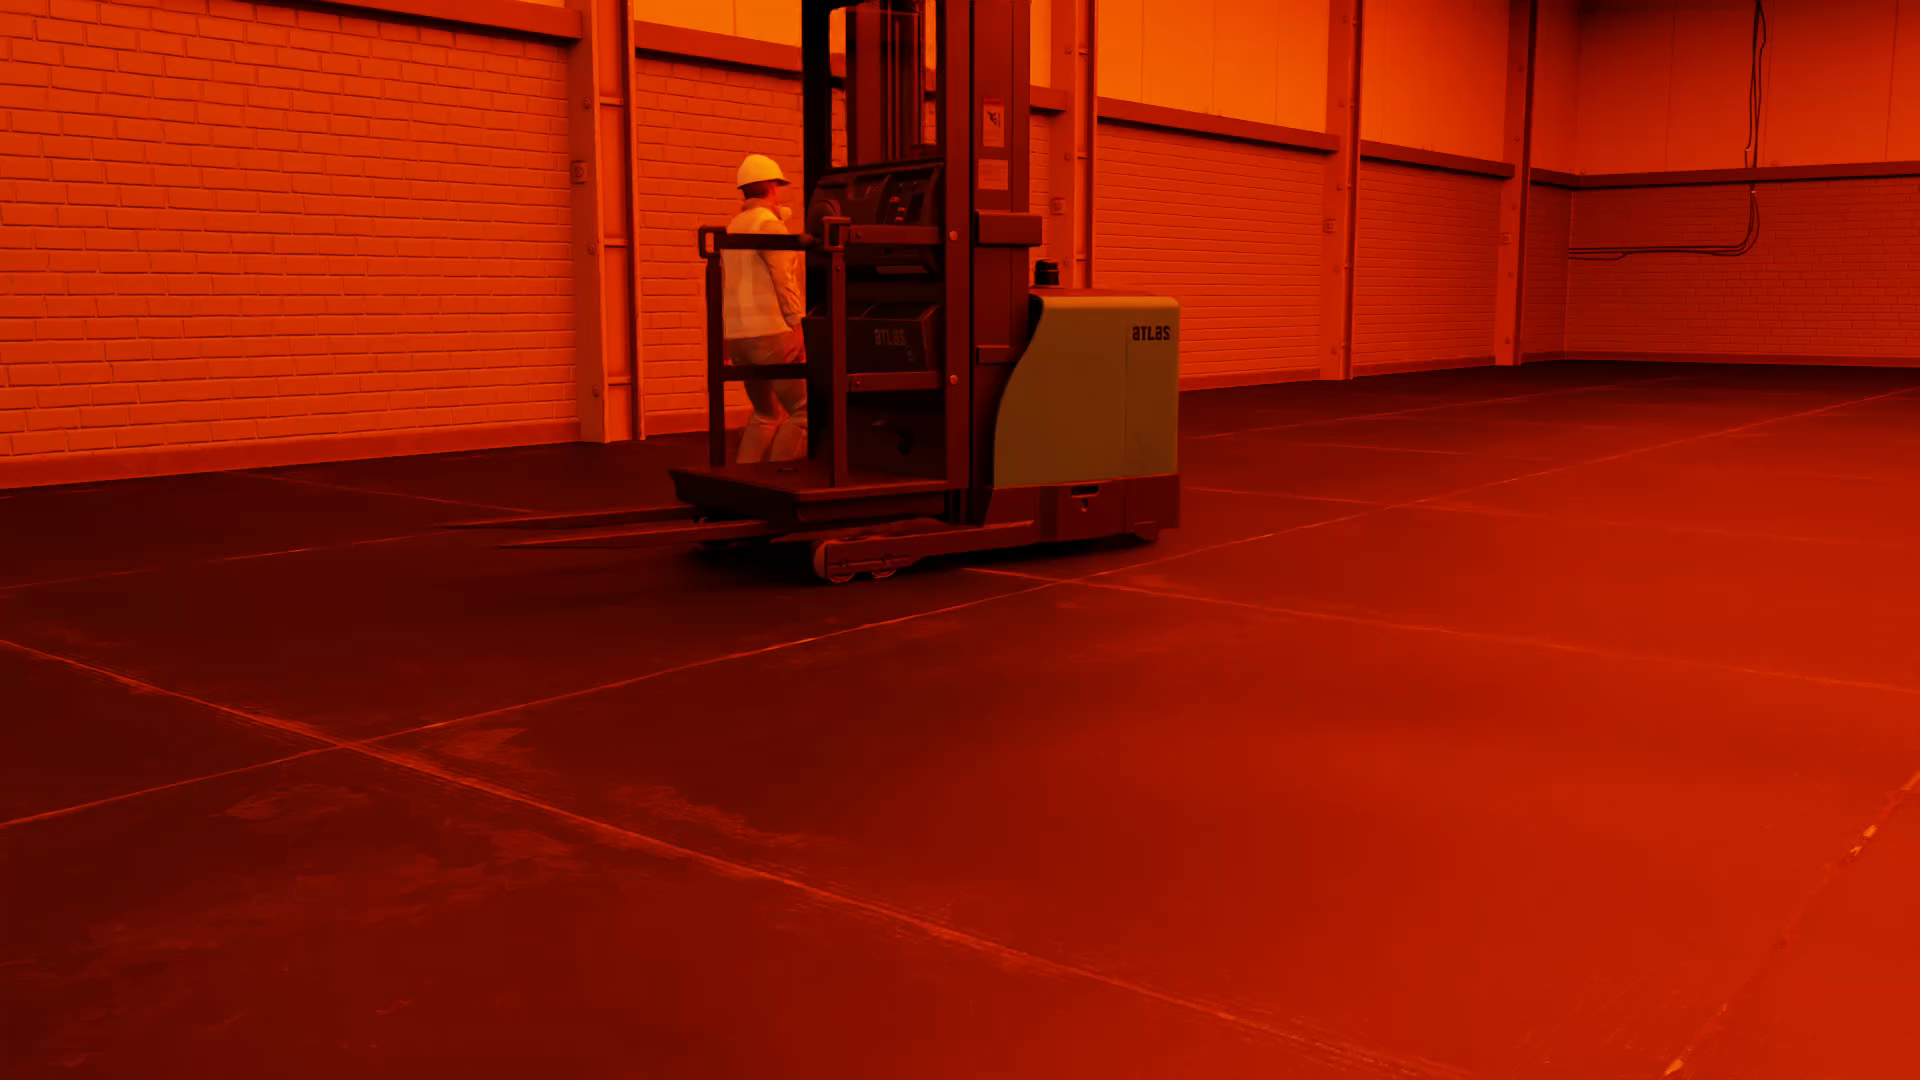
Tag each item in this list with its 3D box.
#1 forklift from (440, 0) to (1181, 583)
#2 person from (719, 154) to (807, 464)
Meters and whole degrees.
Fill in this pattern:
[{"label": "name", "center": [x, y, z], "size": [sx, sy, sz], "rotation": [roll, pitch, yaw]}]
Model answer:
[{"label": "forklift", "center": [-0.529, -1.373, 6.666], "size": [3.031, 2.935, 1.130], "rotation": [-6, 10, -35]}, {"label": "person", "center": [-0.933, -1.005, 8.123], "size": [0.393, 1.732, 0.764], "rotation": [-5, 10, -32]}]
